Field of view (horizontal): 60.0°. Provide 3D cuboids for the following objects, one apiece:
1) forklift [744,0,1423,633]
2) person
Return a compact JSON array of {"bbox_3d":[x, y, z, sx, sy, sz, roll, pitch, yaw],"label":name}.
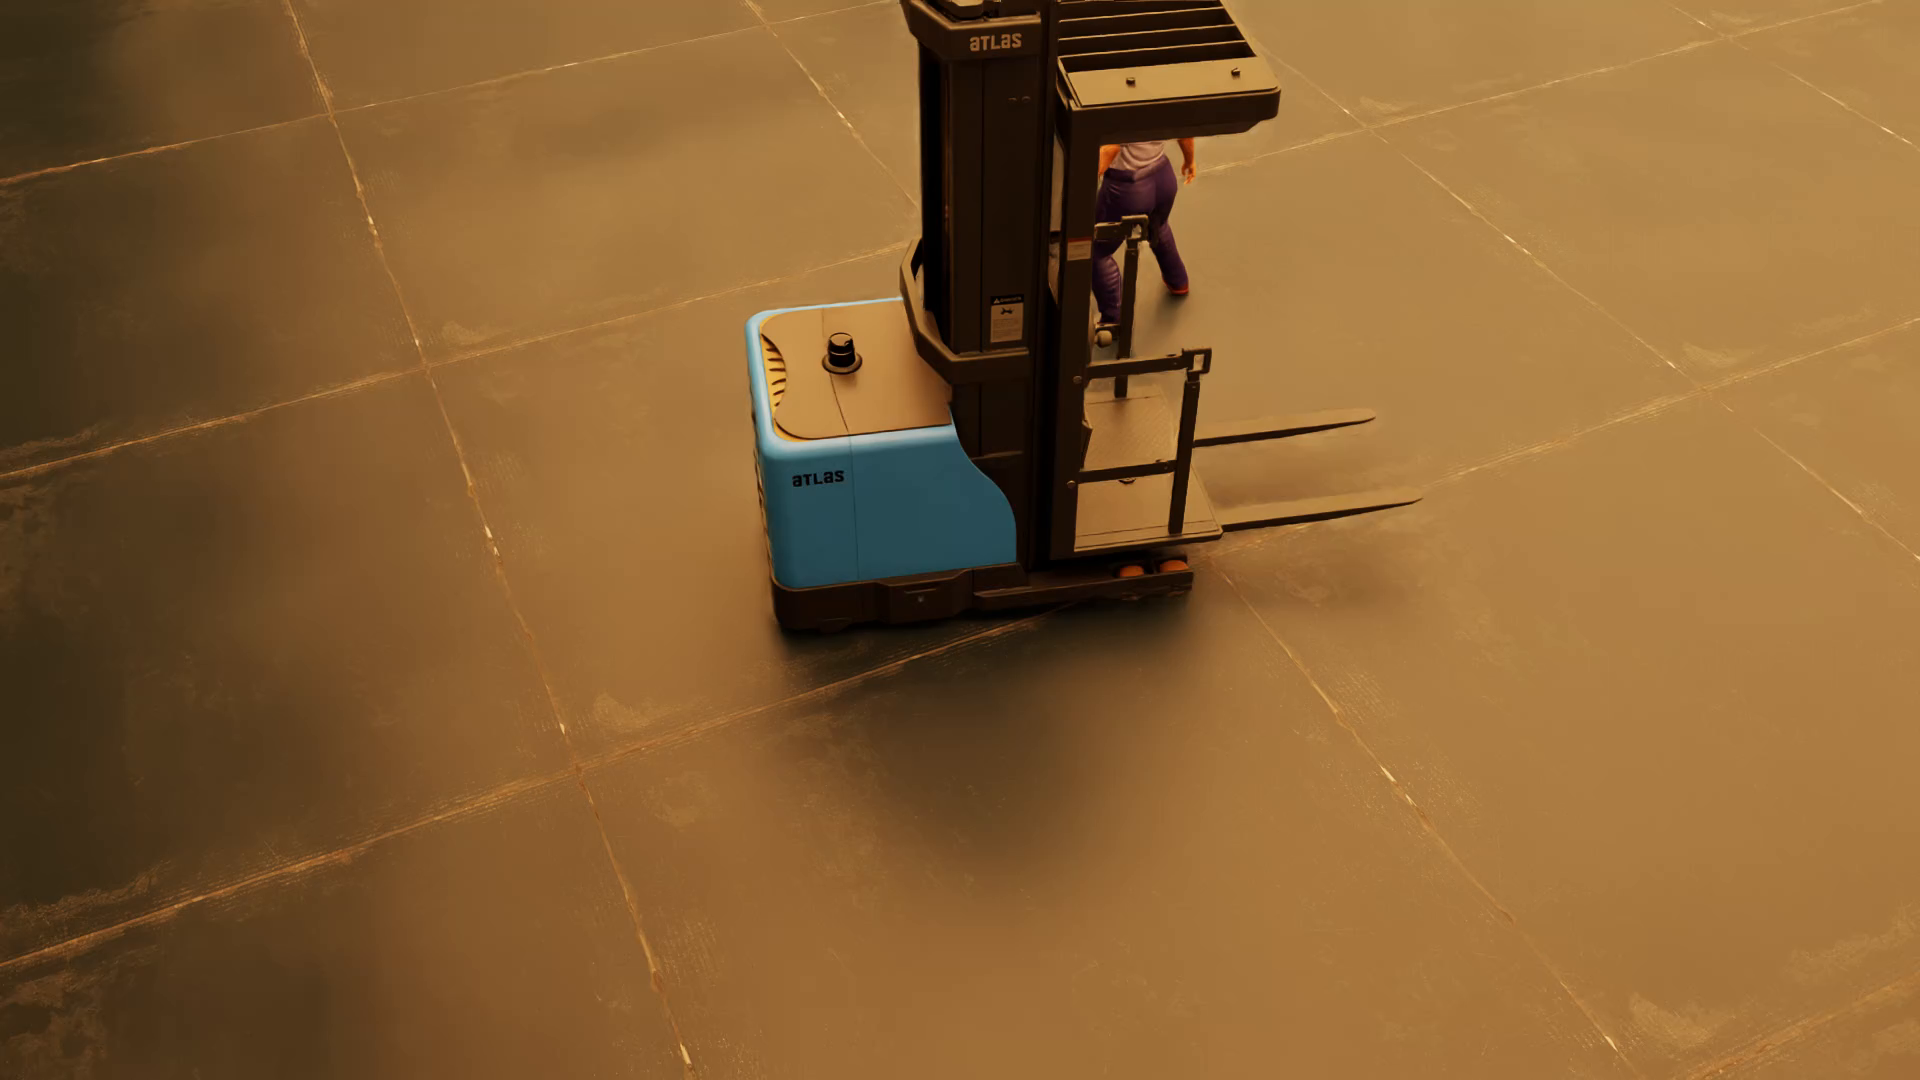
[{"bbox_3d":[0.601,-1.146,6.908,3.031,2.935,1.130,-7,43,-7],"label":"forklift"},{"bbox_3d":[0.928,-1.846,8.669,0.387,1.606,0.929,33,52,30],"label":"person"}]
